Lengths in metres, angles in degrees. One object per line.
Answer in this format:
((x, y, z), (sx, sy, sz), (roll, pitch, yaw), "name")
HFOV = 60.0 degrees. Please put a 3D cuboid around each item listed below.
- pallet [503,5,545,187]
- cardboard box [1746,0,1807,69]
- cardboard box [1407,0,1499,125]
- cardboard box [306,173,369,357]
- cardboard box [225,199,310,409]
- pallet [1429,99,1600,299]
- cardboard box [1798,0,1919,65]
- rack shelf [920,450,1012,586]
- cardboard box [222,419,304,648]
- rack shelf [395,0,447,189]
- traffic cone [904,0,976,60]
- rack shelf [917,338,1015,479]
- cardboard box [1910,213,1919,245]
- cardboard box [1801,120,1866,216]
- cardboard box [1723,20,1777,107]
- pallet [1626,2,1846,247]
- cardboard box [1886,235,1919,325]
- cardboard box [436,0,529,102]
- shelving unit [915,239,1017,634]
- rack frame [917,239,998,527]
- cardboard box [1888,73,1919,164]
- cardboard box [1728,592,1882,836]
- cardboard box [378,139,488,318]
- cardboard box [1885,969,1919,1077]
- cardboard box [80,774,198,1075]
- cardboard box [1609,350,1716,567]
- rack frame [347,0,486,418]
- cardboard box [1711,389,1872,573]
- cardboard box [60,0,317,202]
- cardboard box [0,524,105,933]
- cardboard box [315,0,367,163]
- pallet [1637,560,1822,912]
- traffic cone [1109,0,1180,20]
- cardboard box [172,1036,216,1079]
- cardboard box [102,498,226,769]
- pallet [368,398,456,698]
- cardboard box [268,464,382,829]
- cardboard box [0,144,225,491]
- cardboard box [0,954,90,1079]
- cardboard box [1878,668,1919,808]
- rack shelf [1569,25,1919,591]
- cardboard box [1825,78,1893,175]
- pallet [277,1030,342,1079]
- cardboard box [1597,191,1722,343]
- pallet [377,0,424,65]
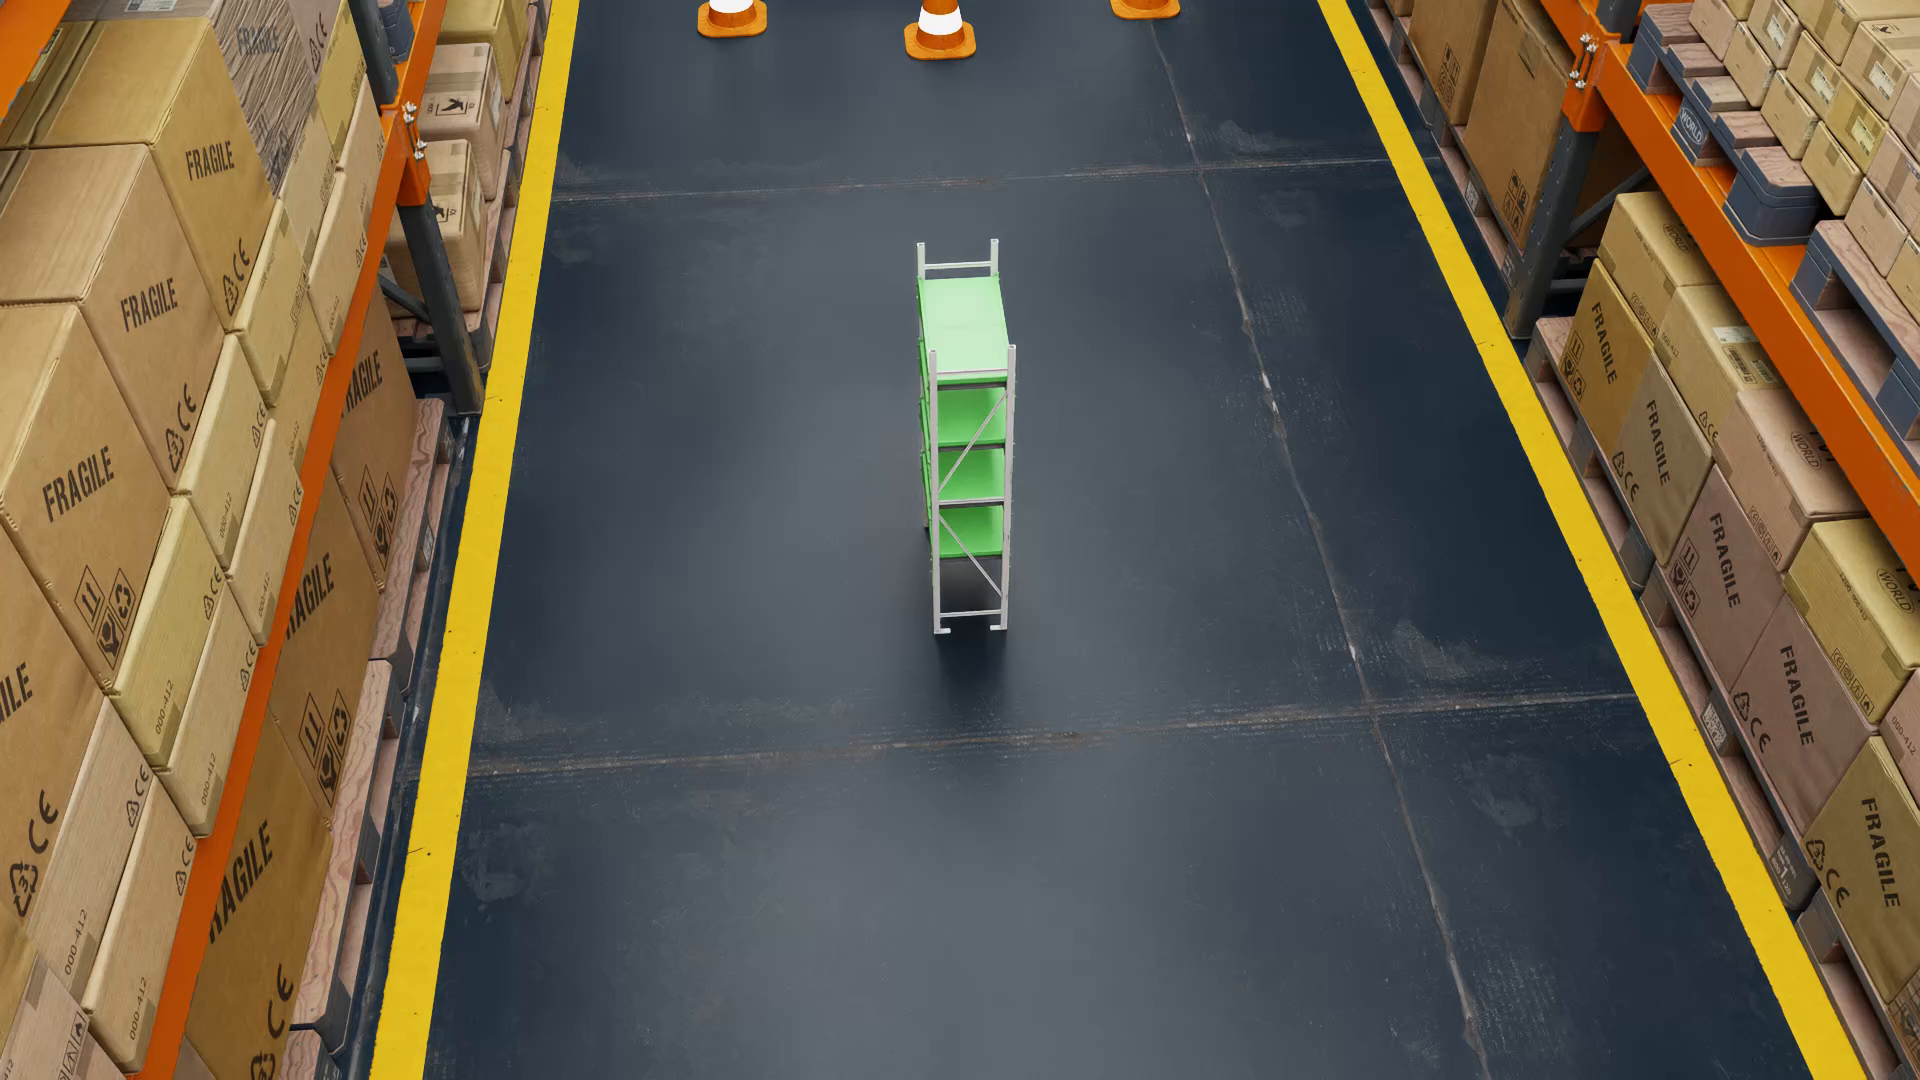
((-2.445, -1.994, 7.493), (1.003, 0.211, 1.213), (-3, 47, -3), "pallet")
((2.508, -1.483, 4.767), (0.380, 0.149, 0.250), (-1, 47, -1), "cardboard box")
((2.605, -2.330, 7.151), (1.050, 0.750, 0.750), (-3, 47, -3), "cardboard box")
((-1.922, -0.736, 4.485), (0.500, 0.250, 0.500), (-3, 47, -3), "cardboard box")
((-1.878, -0.552, 3.966), (0.500, 0.250, 0.500), (-5, 47, -4), "cardboard box")
((2.652, -1.497, 7.022), (1.003, 0.211, 1.213), (-3, 47, -3), "pallet")
((2.529, -1.425, 4.508), (0.380, 0.149, 0.250), (-4, 47, -4), "cardboard box")
((0.014, -0.084, 5.422), (0.258, 0.148, 0.480), (-3, 47, -3), "rack shelf")
((-1.825, -0.004, 3.791), (0.500, 0.250, 0.500), (-4, 47, -4), "cardboard box")
((-2.449, -2.706, 6.743), (1.077, 0.370, 4.000), (-3, 47, -3), "rack shelf")
((-0.097, -2.567, 7.863), (0.336, 0.463, 0.334), (-3, 47, -3), "traffic cone")
((0.014, -0.414, 5.073), (0.258, 0.148, 0.480), (-3, 47, -3), "rack shelf")
((2.592, -0.747, 4.071), (0.380, 0.149, 0.250), (-4, 47, -4), "cardboard box")
((2.548, -1.018, 4.532), (0.380, 0.149, 0.250), (-2, 47, -1), "cardboard box")
((2.501, -1.409, 4.902), (0.380, 0.149, 0.250), (-1, 47, -1), "cardboard box")
((2.808, -1.306, 5.053), (1.213, 0.211, 1.003), (-3, 47, -3), "pallet")
((2.592, -0.644, 4.177), (0.380, 0.149, 0.250), (-3, 47, -3), "cardboard box")
((-2.447, -2.239, 7.325), (0.950, 0.372, 0.625), (-2, 47, -2), "cardboard box")
((0.014, -0.293, 5.201), (0.258, 1.200, 0.503), (-3, 47, -3), "shelving unit")
((-0.007, -0.469, 5.368), (0.240, 1.200, 0.015), (-3, 47, -3), "rack frame")
((2.575, -1.038, 4.141), (0.380, 0.149, 0.250), (-2, 47, -1), "cardboard box")
((2.583, 0.466, 4.675), (0.500, 0.500, 0.500), (-4, 47, -4), "cardboard box")
((-2.319, -1.157, 6.300), (0.950, 0.372, 0.625), (-6, 47, -6), "cardboard box")
((2.664, 1.208, 3.972), (0.500, 0.500, 0.500), (-4, 47, -4), "cardboard box")
((-1.765, 0.730, 3.096), (0.500, 0.250, 0.500), (-5, 47, -4), "cardboard box")
((2.493, -0.275, 5.377), (0.500, 0.500, 0.500), (-3, 47, -3), "cardboard box")
((-2.282, -1.507, 5.111), (1.000, 3.000, 0.127), (-3, 47, -3), "rack frame")
((2.530, -0.184, 4.774), (0.500, 0.250, 0.500), (-3, 47, -3), "cardboard box")
((-1.927, -1.156, 4.021), (0.500, 0.500, 0.500), (-3, 47, -3), "cardboard box")
((-1.767, 0.307, 2.636), (0.500, 0.500, 0.500), (-4, 47, -4), "cardboard box")
((-1.988, -1.292, 4.667), (0.500, 0.250, 0.500), (-4, 47, -3), "cardboard box")
((2.805, 0.524, 5.108), (1.003, 0.211, 1.213), (-3, 47, -3), "pallet")
((0.915, -2.840, 8.121), (0.336, 0.463, 0.334), (-3, 47, -3), "traffic cone")
((-2.079, 1.530, 3.409), (0.875, 0.875, 0.875), (-2, 47, -2), "cardboard box")
((-1.790, 0.189, 3.264), (0.500, 0.250, 0.500), (-3, 47, -3), "cardboard box")
((-2.291, 0.027, 5.579), (1.003, 0.211, 1.213), (-3, 47, -3), "pallet")
((-2.236, 0.230, 4.640), (0.875, 0.875, 0.875), (-3, 47, -3), "cardboard box")
((-1.857, -0.430, 3.334), (0.500, 0.500, 0.500), (-4, 47, -4), "cardboard box")
((-1.703, 0.932, 2.561), (0.500, 0.250, 0.500), (-5, 47, -4), "cardboard box")
((2.633, 0.574, 4.056), (0.500, 0.250, 0.500), (-1, 47, -1), "cardboard box")
((2.810, -0.186, 4.356), (1.077, 0.370, 4.000), (-3, 47, -3), "rack shelf")
((2.555, -1.108, 4.412), (0.380, 0.149, 0.250), (-3, 47, -3), "cardboard box")
((-2.087, 1.793, 3.907), (1.003, 0.211, 1.213), (-3, 47, -3), "pallet")
((2.459, -0.910, 5.462), (0.500, 0.250, 0.500), (-5, 47, -5), "cardboard box")
((-2.448, -1.950, 5.663), (1.213, 0.211, 1.003), (-3, 47, -3), "pallet")
